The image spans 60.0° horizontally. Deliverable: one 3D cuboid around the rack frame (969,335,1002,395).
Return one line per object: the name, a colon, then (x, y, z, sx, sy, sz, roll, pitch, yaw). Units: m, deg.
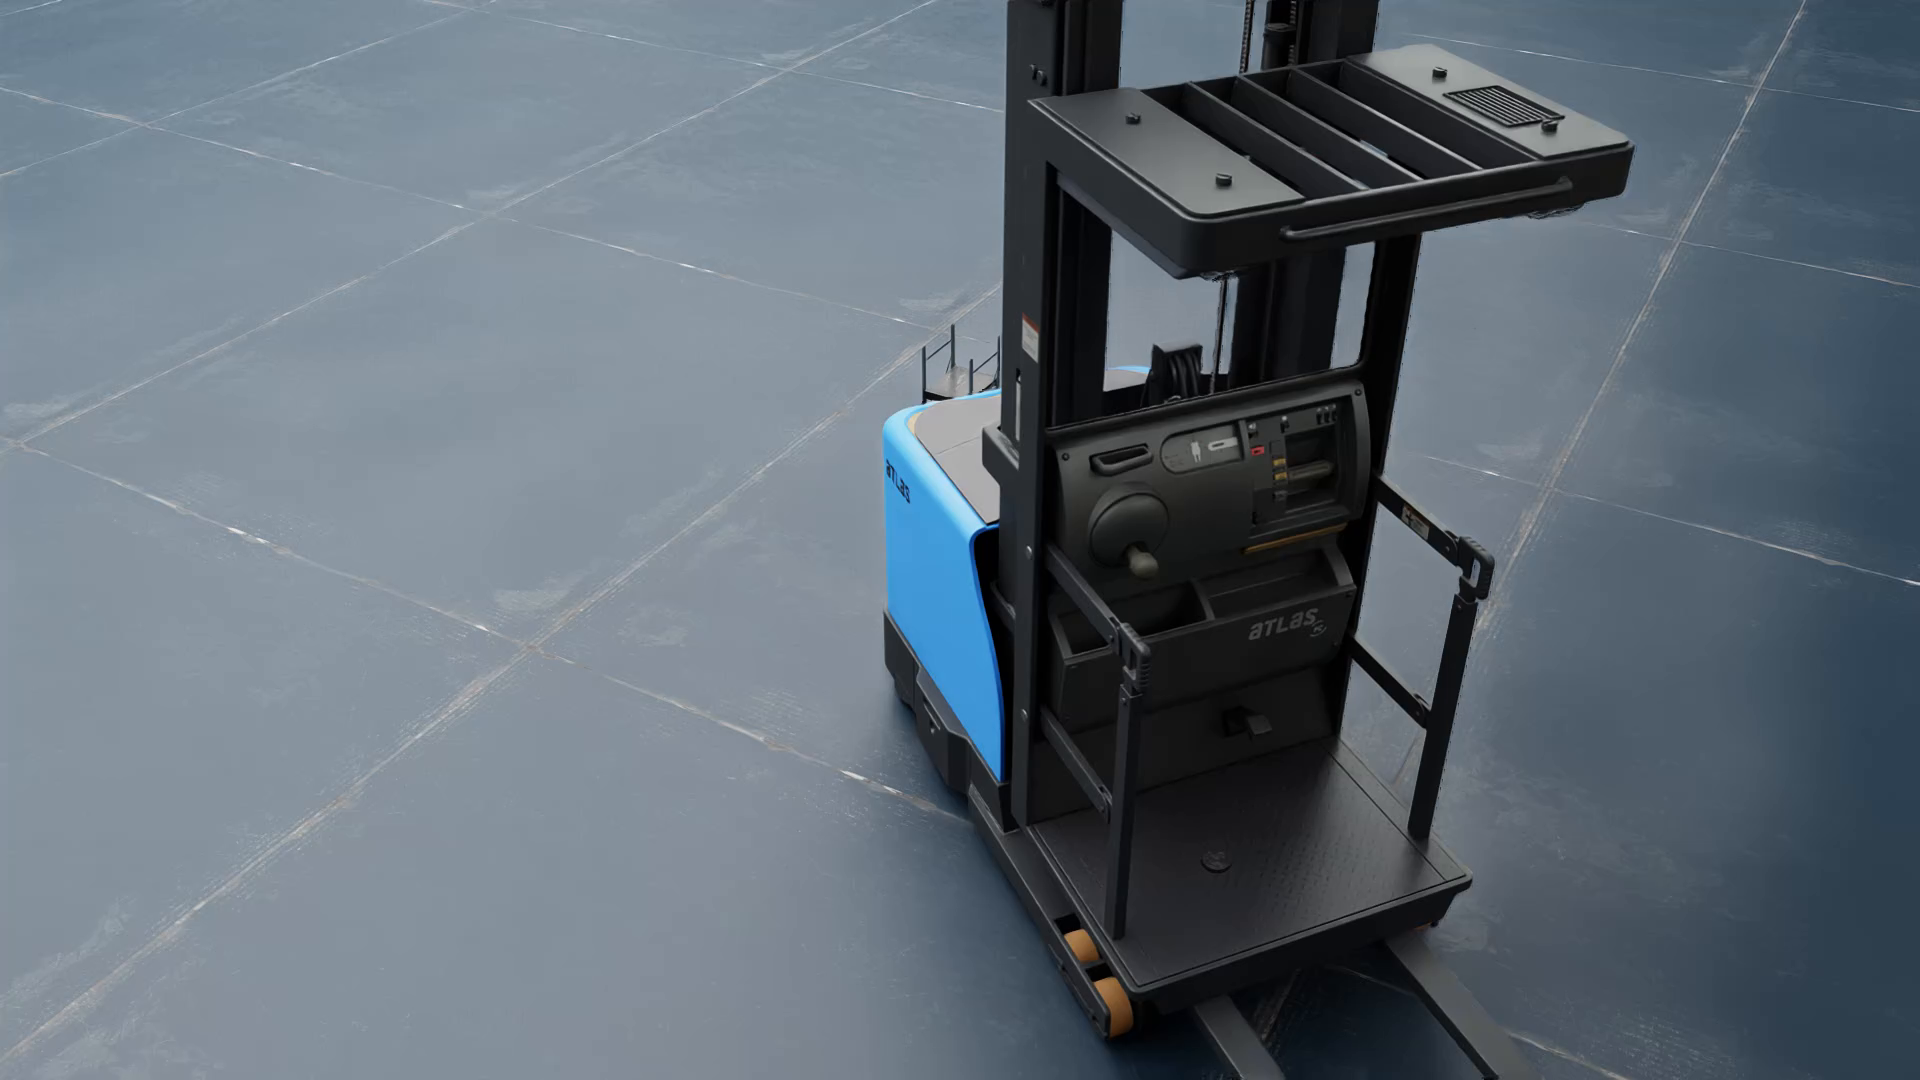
rack frame: (0.095, -0.344, 6.455, 0.006, 0.900, 0.240, 18, 37, 24)

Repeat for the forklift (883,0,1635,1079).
forklift: (0.769, -0.099, 4.254, 1.130, 2.935, 3.031, -13, 36, -19)

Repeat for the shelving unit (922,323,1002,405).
shelving unit: (0.007, -0.372, 6.497, 0.210, 0.900, 0.258, 18, 37, 24)

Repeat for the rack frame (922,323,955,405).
rack frame: (-0.081, -0.400, 6.539, 0.006, 0.900, 0.240, 18, 37, 24)

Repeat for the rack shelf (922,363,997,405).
rack shelf: (0.007, -0.569, 6.366, 0.200, 0.077, 0.258, 18, 37, 24)
